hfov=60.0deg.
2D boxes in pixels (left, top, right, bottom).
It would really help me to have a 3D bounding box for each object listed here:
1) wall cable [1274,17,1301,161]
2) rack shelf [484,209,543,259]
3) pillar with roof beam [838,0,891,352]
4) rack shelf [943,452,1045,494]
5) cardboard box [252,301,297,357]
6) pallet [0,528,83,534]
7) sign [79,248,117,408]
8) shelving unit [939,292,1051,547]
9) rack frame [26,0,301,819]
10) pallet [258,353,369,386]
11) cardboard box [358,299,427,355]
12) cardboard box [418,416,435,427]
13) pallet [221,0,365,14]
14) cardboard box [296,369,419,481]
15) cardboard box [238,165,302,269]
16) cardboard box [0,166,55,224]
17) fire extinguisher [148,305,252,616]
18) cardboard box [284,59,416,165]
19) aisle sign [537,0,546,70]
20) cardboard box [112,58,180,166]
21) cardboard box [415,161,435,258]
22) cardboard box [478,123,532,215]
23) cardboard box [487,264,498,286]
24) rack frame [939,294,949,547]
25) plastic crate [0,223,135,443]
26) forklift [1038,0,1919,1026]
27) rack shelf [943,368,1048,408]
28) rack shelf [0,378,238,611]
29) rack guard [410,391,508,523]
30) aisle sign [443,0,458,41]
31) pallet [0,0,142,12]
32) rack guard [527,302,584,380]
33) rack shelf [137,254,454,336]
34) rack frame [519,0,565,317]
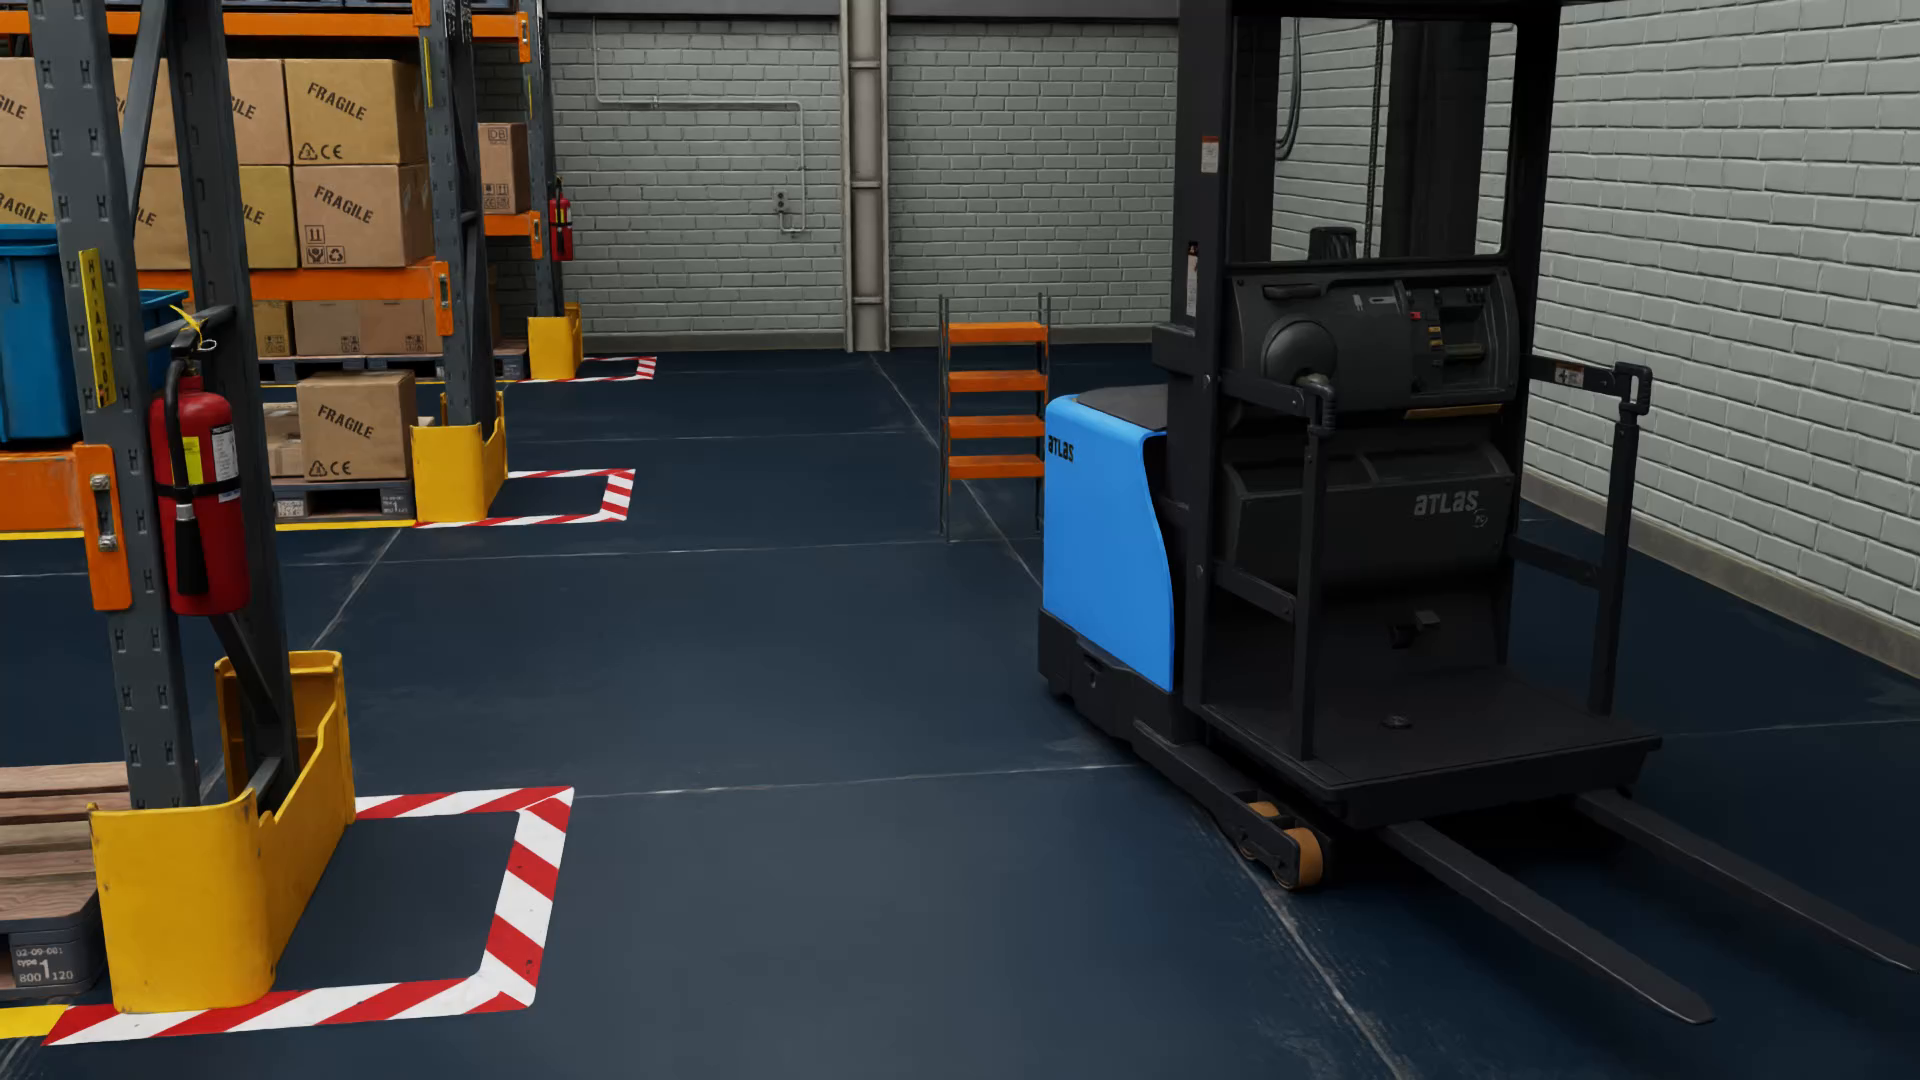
[{"bbox_3d":[2.261,-4.404,13.666,0.112,2.526,3.097,-2,14,-8],"label":"wall cable"},{"bbox_3d":[-5.363,-2.460,13.342,4.000,0.370,1.077,-2,14,-8],"label":"rack shelf"},{"bbox_3d":[-0.203,-5.061,9.904,0.400,9.000,9.100,-2,14,-8],"label":"pillar with roof beam"},{"bbox_3d":[0.164,-0.330,8.164,0.480,0.148,0.258,-2,14,-8],"label":"rack shelf"},{"bbox_3d":[-5.581,-1.765,13.369,0.500,0.500,0.700,-2,14,-7],"label":"cardboard box"},{"bbox_3d":[-4.711,-0.262,8.831,1.213,0.211,1.003,-2,14,-8],"label":"pallet"},{"bbox_3d":[-1.812,-0.445,3.496,0.005,0.325,0.100,-2,14,-8],"label":"sign"},{"bbox_3d":[0.164,-0.588,8.100,0.503,1.200,0.258,-2,14,-8],"label":"shelving unit"},{"bbox_3d":[-1.910,-0.498,4.041,0.127,3.000,1.000,-2,14,-8],"label":"rack frame"},{"bbox_3d":[-5.368,-1.437,13.519,1.213,0.211,1.003,-2,14,-8],"label":"pallet"},{"bbox_3d":[-4.558,-1.805,13.527,0.500,0.500,0.700,-2,14,-8],"label":"cardboard box"},{"bbox_3d":[-3.109,-0.588,9.355,0.250,0.149,0.380,-2,14,-8],"label":"cardboard box"},{"bbox_3d":[-5.327,-4.218,12.892,1.213,0.211,1.003,-2,14,-8],"label":"pallet"},{"bbox_3d":[-3.145,-0.612,8.728,0.500,0.500,0.500,-2,14,-8],"label":"cardboard box"},{"bbox_3d":[-3.559,-1.637,8.376,0.500,0.500,0.500,-2,14,-8],"label":"cardboard box"},{"bbox_3d":[-4.551,-1.602,8.237,0.500,0.500,0.500,-2,14,-9],"label":"cardboard box"},{"bbox_3d":[-1.693,-0.176,3.682,0.183,0.674,0.296,-2,14,-8],"label":"fire extinguisher"},{"bbox_3d":[-3.043,-2.141,8.331,0.500,0.500,0.500,-2,14,-9],"label":"cardboard box"},{"bbox_3d":[-3.270,-4.072,12.950,0.004,0.787,0.394,-2,14,-8],"label":"aisle sign"},{"bbox_3d":[-4.054,-2.102,8.177,0.500,0.500,0.500,-2,14,-7],"label":"cardboard box"},{"bbox_3d":[-3.122,-1.785,8.969,0.500,0.500,0.500,-2,14,-7],"label":"cardboard box"},{"bbox_3d":[-3.888,-3.006,13.423,0.700,0.700,0.980,-1,14,-6],"label":"cardboard box"},{"bbox_3d":[-3.969,-2.190,13.730,0.250,0.149,0.380,-2,14,-8],"label":"cardboard box"},{"bbox_3d":[-0.078,-0.579,8.065,0.015,1.200,0.240,-2,14,-8],"label":"rack frame"},{"bbox_3d":[-2.213,-0.487,3.802,0.499,0.435,0.616,-2,14,-8],"label":"plastic crate"},{"bbox_3d":[1.275,-0.595,4.568,1.130,2.935,3.031,-5,15,-20],"label":"forklift"},{"bbox_3d":[0.164,-0.740,8.062,0.480,0.148,0.258,-2,14,-8],"label":"rack shelf"},{"bbox_3d":[-3.887,-0.077,3.839,4.000,0.370,1.077,-2,14,-8],"label":"rack shelf"},{"bbox_3d":[-2.719,-0.474,9.086,0.348,0.500,1.175,-2,14,-8],"label":"rack guard"},{"bbox_3d":[-2.531,-2.879,8.192,0.004,0.787,0.394,-2,14,-8],"label":"aisle sign"},{"bbox_3d":[-6.530,-4.175,12.719,1.213,0.211,1.003,-2,14,-8],"label":"pallet"},{"bbox_3d":[-3.362,-1.669,13.851,0.348,0.500,1.175,-2,14,-8],"label":"rack guard"},{"bbox_3d":[-4.622,-1.268,8.591,4.000,0.370,1.077,-2,14,-8],"label":"rack shelf"},{"bbox_3d":[-3.386,-2.881,13.543,0.127,3.000,1.000,-2,14,-8],"label":"rack frame"}]
